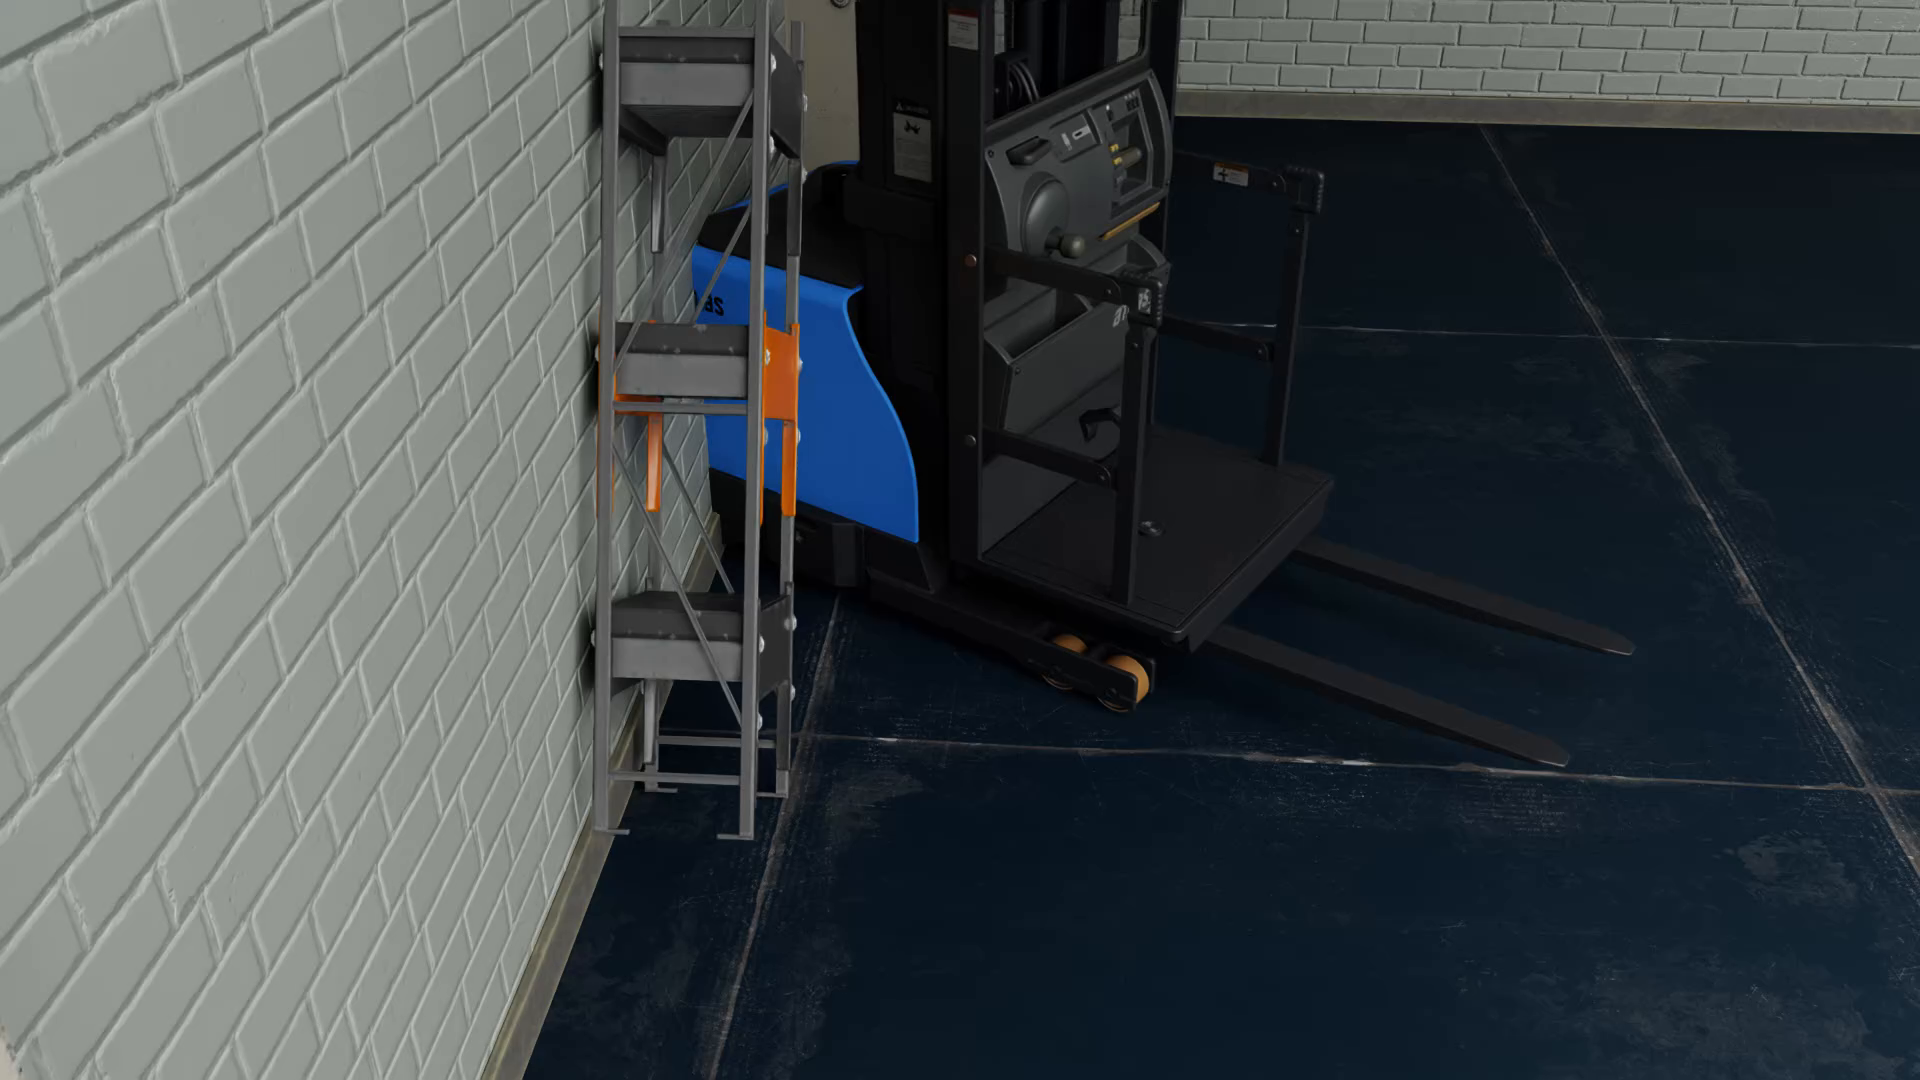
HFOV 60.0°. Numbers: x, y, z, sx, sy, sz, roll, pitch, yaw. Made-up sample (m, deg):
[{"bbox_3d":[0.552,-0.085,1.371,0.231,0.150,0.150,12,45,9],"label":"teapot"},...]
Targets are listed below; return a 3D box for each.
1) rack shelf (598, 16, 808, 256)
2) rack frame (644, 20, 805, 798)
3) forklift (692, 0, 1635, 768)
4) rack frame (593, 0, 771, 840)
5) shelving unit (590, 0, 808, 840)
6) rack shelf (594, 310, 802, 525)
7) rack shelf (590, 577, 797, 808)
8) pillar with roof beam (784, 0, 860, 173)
[{"bbox_3d":[-0.643,-1.015,4.243,0.431,0.518,0.480,2,4,4],"label":"rack shelf"},{"bbox_3d":[-0.644,-0.345,4.528,0.400,2.100,0.015,2,4,4],"label":"rack frame"},{"bbox_3d":[0.527,-1.058,4.672,3.031,2.935,1.130,20,37,29],"label":"forklift"},{"bbox_3d":[-0.680,-0.316,4.042,0.400,2.100,0.015,2,4,4],"label":"rack frame"},{"bbox_3d":[-0.662,-0.331,4.285,0.431,2.100,0.503,2,4,4],"label":"shelving unit"},{"bbox_3d":[-0.662,-0.317,4.286,0.431,0.518,0.480,2,4,4],"label":"rack shelf"},{"bbox_3d":[-0.682,0.381,4.330,0.431,0.518,0.480,2,4,4],"label":"rack shelf"},{"bbox_3d":[3.763,-4.662,4.737,9.100,9.000,0.400,2,32,4],"label":"pillar with roof beam"}]
